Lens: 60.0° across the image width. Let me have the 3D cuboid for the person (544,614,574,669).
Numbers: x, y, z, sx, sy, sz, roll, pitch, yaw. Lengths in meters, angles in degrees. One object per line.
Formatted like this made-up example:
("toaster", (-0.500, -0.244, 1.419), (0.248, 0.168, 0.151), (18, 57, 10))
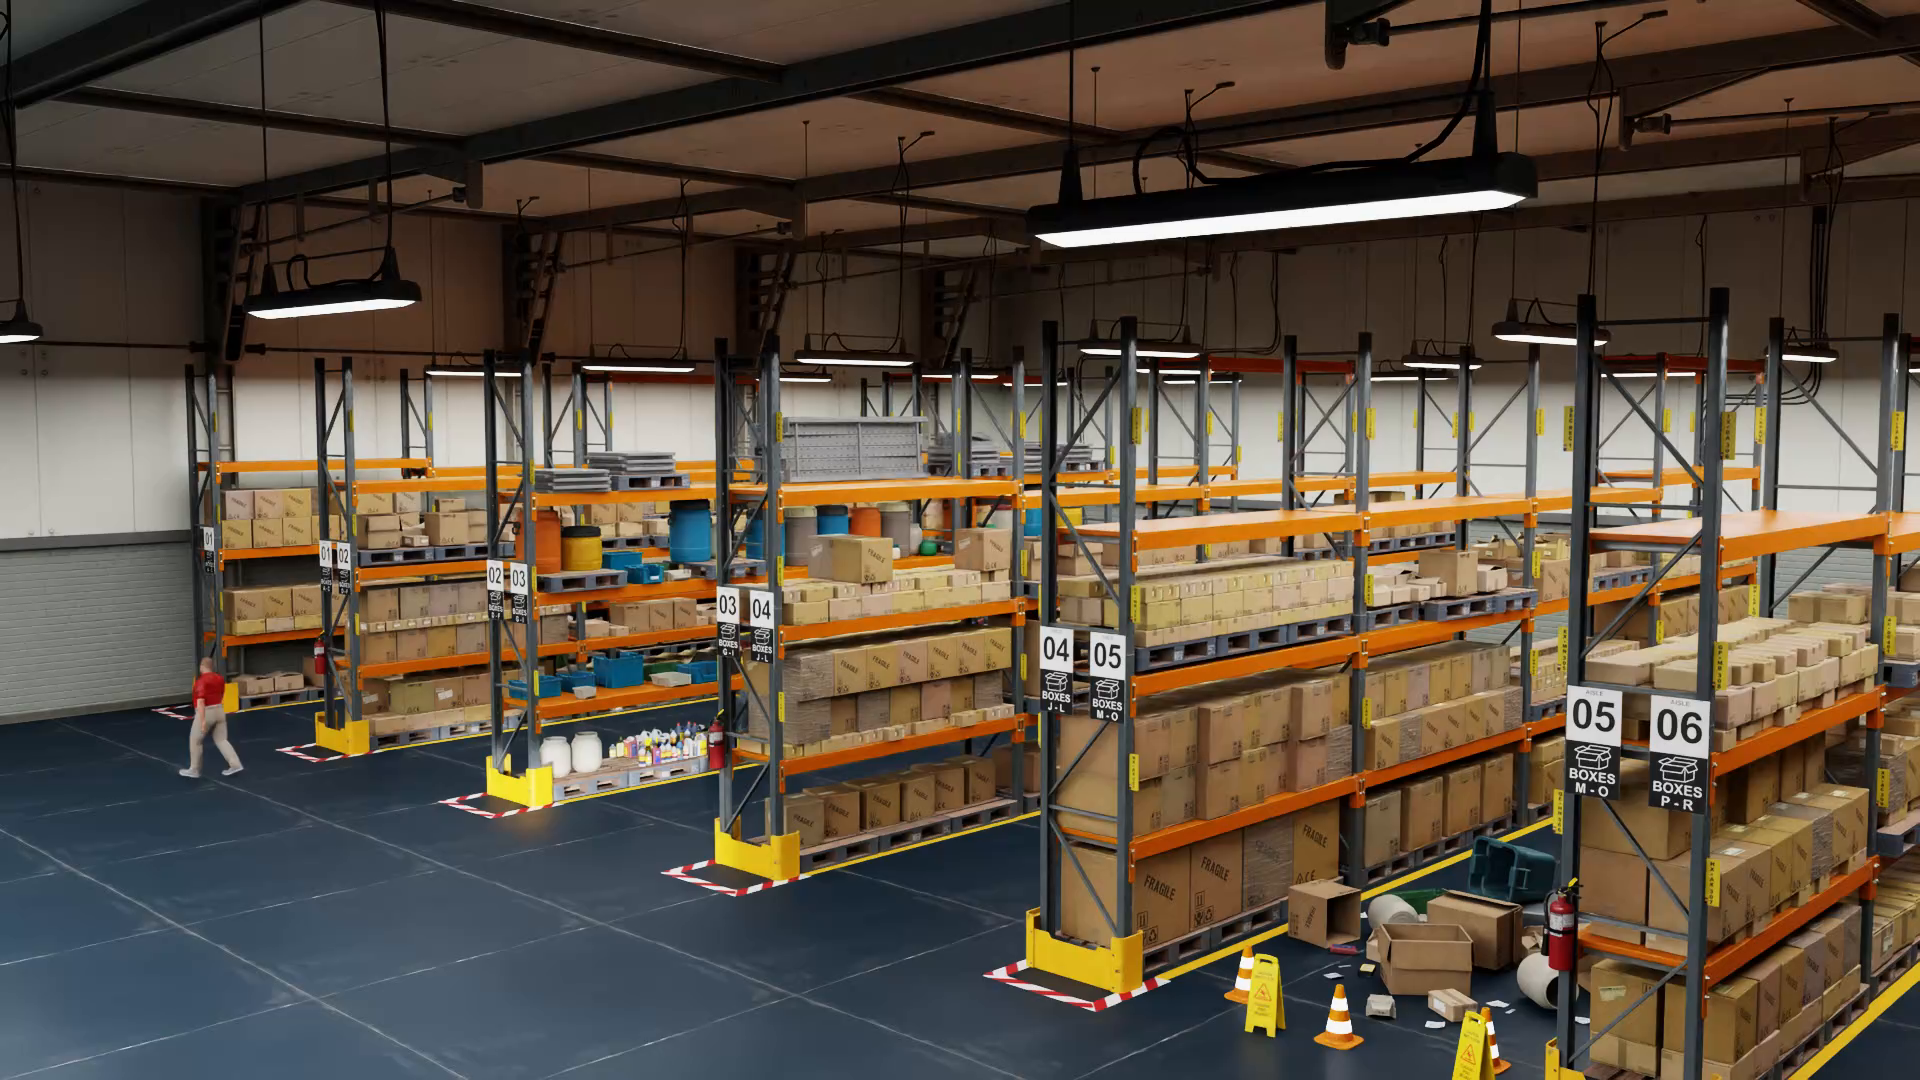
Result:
("person", (-7.364, 1.972, 30.170), (0.563, 1.805, 0.670), (3, 5, 30))

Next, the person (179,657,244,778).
("person", (-10.621, 2.511, 23.551), (0.839, 1.708, 0.525), (2, 5, 24))

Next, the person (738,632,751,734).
("person", (-3.388, 2.269, 26.639), (0.647, 1.788, 0.713), (4, 6, 40))
